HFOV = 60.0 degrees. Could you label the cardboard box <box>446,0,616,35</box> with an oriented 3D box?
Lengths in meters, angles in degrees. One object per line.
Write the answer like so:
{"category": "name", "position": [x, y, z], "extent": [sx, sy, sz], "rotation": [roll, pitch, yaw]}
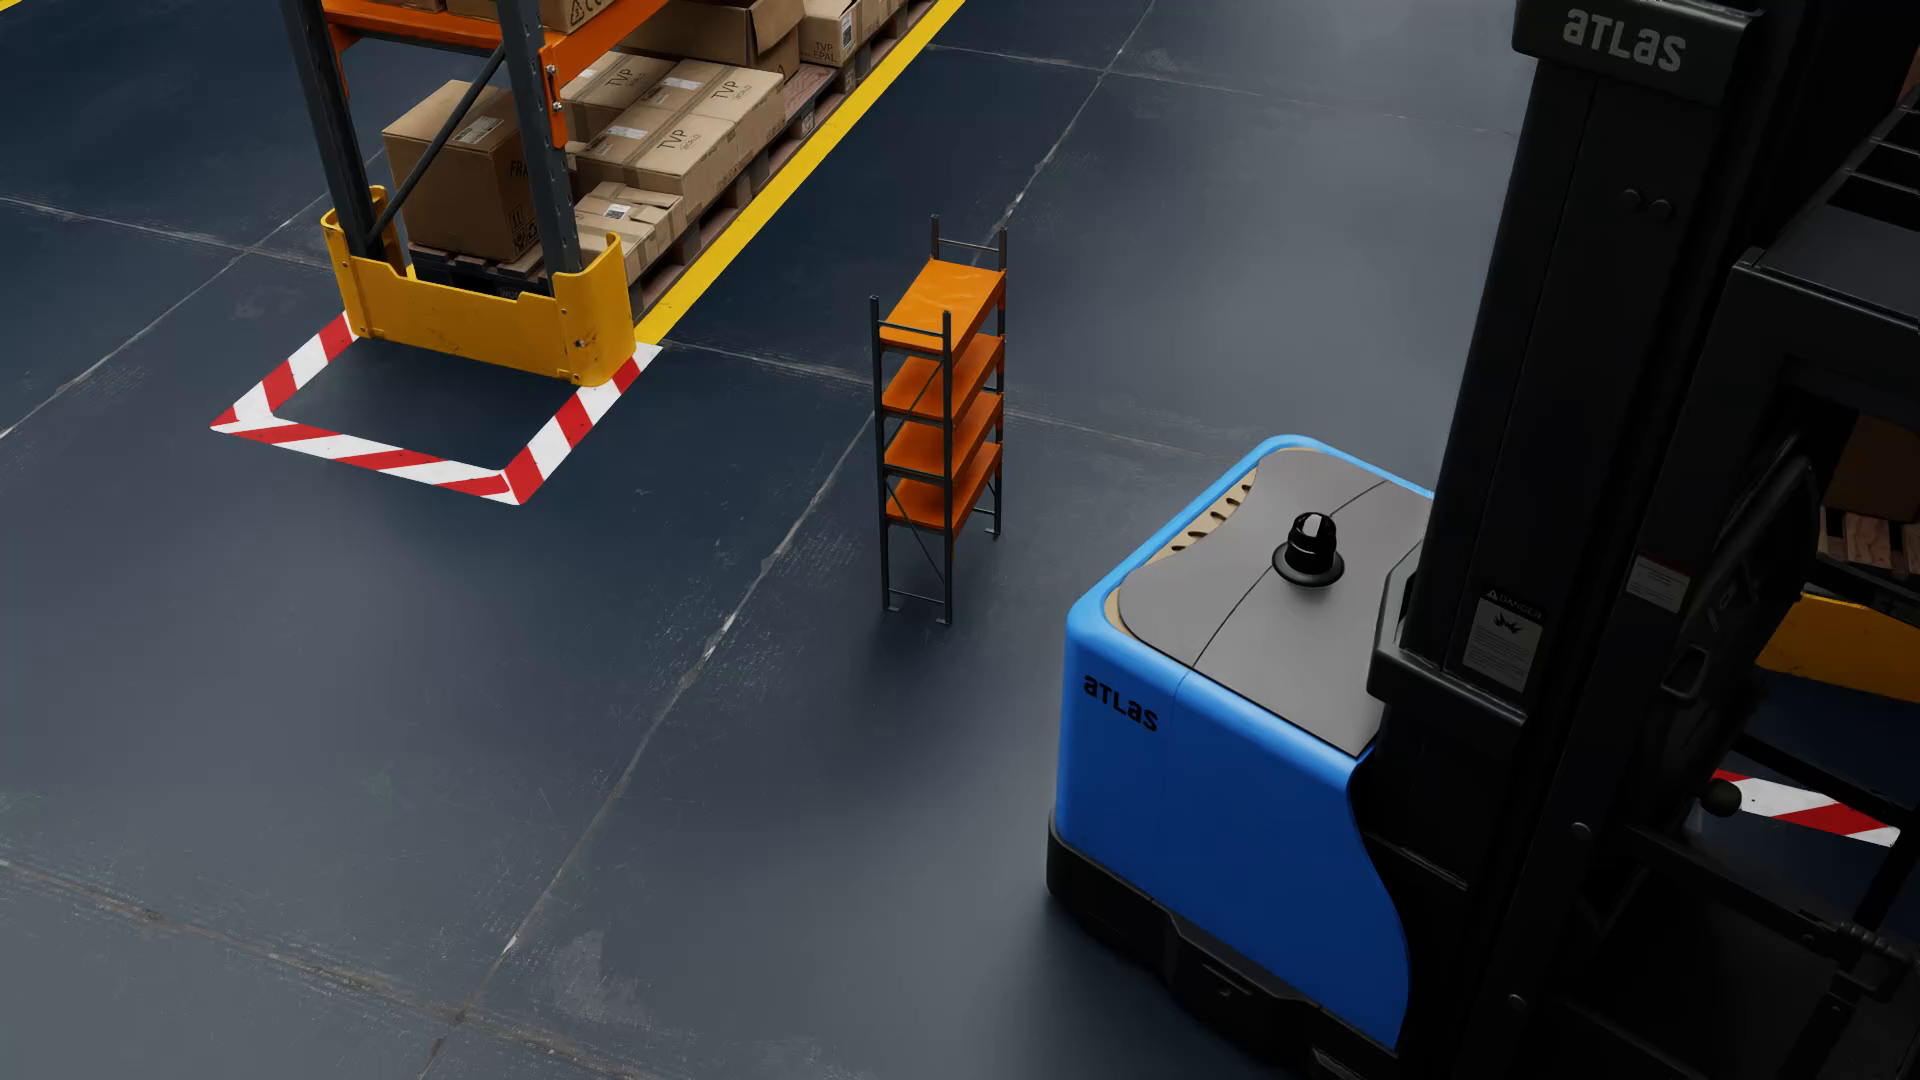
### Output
{"category": "cardboard box", "position": [-1.509, -2.158, 5.892], "extent": [0.500, 0.500, 0.500], "rotation": [14, 42, 16]}

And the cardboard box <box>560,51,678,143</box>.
{"category": "cardboard box", "position": [-1.601, -1.989, 7.549], "extent": [0.500, 0.250, 0.500], "rotation": [13, 42, 15]}

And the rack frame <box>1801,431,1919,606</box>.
{"category": "rack frame", "position": [2.748, -0.811, 4.389], "extent": [1.000, 3.000, 0.127], "rotation": [13, 42, 15]}

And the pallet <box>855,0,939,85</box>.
{"category": "pallet", "position": [-0.776, -2.868, 8.949], "extent": [1.003, 0.211, 1.213], "rotation": [13, 42, 15]}

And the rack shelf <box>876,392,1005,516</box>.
{"category": "rack shelf", "position": [-0.057, -0.304, 5.286], "extent": [0.258, 0.148, 0.480], "rotation": [13, 42, 15]}

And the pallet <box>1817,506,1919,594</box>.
{"category": "pallet", "position": [2.948, -0.255, 5.887], "extent": [1.003, 0.211, 1.213], "rotation": [13, 42, 15]}

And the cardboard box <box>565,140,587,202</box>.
{"category": "cardboard box", "position": [-1.731, -1.611, 7.171], "extent": [0.380, 0.166, 0.250], "rotation": [13, 42, 15]}

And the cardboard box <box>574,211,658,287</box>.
{"category": "cardboard box", "position": [-1.442, -1.170, 6.668], "extent": [0.380, 0.149, 0.250], "rotation": [13, 42, 15]}

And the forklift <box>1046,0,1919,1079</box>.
{"category": "forklift", "position": [1.687, 0.249, 3.200], "extent": [3.031, 2.935, 1.130], "rotation": [29, 48, 29]}

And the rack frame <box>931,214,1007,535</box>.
{"category": "rack frame", "position": [0.027, -0.504, 5.417], "extent": [0.240, 1.200, 0.015], "rotation": [13, 42, 15]}

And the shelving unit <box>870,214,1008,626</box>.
{"category": "shelving unit", "position": [-0.057, -0.355, 5.242], "extent": [0.258, 1.200, 0.503], "rotation": [13, 42, 15]}

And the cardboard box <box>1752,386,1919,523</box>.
{"category": "cardboard box", "position": [2.893, -0.469, 5.591], "extent": [0.700, 0.500, 0.500], "rotation": [13, 42, 15]}

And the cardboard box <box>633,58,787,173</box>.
{"category": "cardboard box", "position": [-1.114, -1.908, 7.455], "extent": [0.500, 0.250, 0.500], "rotation": [13, 42, 15]}

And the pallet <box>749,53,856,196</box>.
{"category": "pallet", "position": [-1.192, -2.122, 8.074], "extent": [1.003, 0.211, 1.213], "rotation": [13, 42, 15]}

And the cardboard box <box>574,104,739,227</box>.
{"category": "cardboard box", "position": [-1.285, -1.603, 7.097], "extent": [0.500, 0.250, 0.500], "rotation": [13, 42, 15]}

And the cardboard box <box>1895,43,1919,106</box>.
{"category": "cardboard box", "position": [2.913, -1.238, 4.659], "extent": [0.980, 0.700, 0.700], "rotation": [15, 43, 17]}

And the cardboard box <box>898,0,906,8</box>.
{"category": "cardboard box", "position": [-0.469, -3.154, 8.722], "extent": [0.500, 0.500, 0.500], "rotation": [13, 42, 15]}

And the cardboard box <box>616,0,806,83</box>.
{"category": "cardboard box", "position": [-1.178, -2.418, 7.858], "extent": [0.797, 0.503, 0.637], "rotation": [13, 42, 15]}

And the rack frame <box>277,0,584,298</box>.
{"category": "rack frame", "position": [-1.908, -1.908, 5.675], "extent": [1.000, 3.000, 0.127], "rotation": [13, 42, 15]}

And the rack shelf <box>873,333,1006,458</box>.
{"category": "rack shelf", "position": [-0.057, -0.474, 5.141], "extent": [0.258, 0.148, 0.480], "rotation": [13, 42, 15]}

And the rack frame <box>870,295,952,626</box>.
{"category": "rack frame", "position": [-0.140, -0.207, 5.068], "extent": [0.240, 1.200, 0.015], "rotation": [13, 42, 15]}

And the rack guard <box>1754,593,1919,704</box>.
{"category": "rack guard", "position": [2.740, 0.155, 5.184], "extent": [1.175, 0.500, 0.348], "rotation": [13, 42, 15]}

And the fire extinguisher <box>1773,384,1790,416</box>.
{"category": "fire extinguisher", "position": [2.263, -0.650, 4.548], "extent": [0.296, 0.674, 0.183], "rotation": [13, 42, 15]}

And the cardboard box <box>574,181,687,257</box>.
{"category": "cardboard box", "position": [-1.357, -1.329, 6.841], "extent": [0.380, 0.166, 0.250], "rotation": [13, 42, 15]}

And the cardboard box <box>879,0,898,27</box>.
{"category": "cardboard box", "position": [-0.541, -2.778, 8.553], "extent": [0.380, 0.149, 0.250], "rotation": [13, 42, 15]}

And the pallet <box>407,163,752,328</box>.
{"category": "pallet", "position": [-1.611, -1.380, 7.205], "extent": [1.003, 0.211, 1.213], "rotation": [13, 42, 15]}

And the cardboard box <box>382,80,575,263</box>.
{"category": "cardboard box", "position": [-1.954, -1.511, 6.797], "extent": [0.500, 0.500, 0.500], "rotation": [13, 42, 15]}

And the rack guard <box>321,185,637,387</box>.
{"category": "rack guard", "position": [-1.882, -1.004, 6.541], "extent": [1.175, 0.500, 0.348], "rotation": [13, 42, 15]}

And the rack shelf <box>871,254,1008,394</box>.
{"category": "rack shelf", "position": [-0.057, -0.654, 4.987], "extent": [0.258, 0.148, 0.480], "rotation": [13, 42, 15]}

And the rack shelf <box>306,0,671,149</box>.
{"category": "rack shelf", "position": [-1.225, -2.854, 7.339], "extent": [1.077, 0.370, 4.000], "rotation": [13, 42, 15]}

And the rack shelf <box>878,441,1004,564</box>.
{"category": "rack shelf", "position": [-0.057, -0.153, 5.415], "extent": [0.258, 0.148, 0.480], "rotation": [13, 42, 15]}

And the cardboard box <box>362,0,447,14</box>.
{"category": "cardboard box", "position": [-2.011, -2.280, 6.034], "extent": [0.500, 0.500, 0.500], "rotation": [15, 43, 16]}

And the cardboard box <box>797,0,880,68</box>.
{"category": "cardboard box", "position": [-0.725, -2.624, 8.248], "extent": [0.500, 0.311, 0.500], "rotation": [13, 42, 15]}
